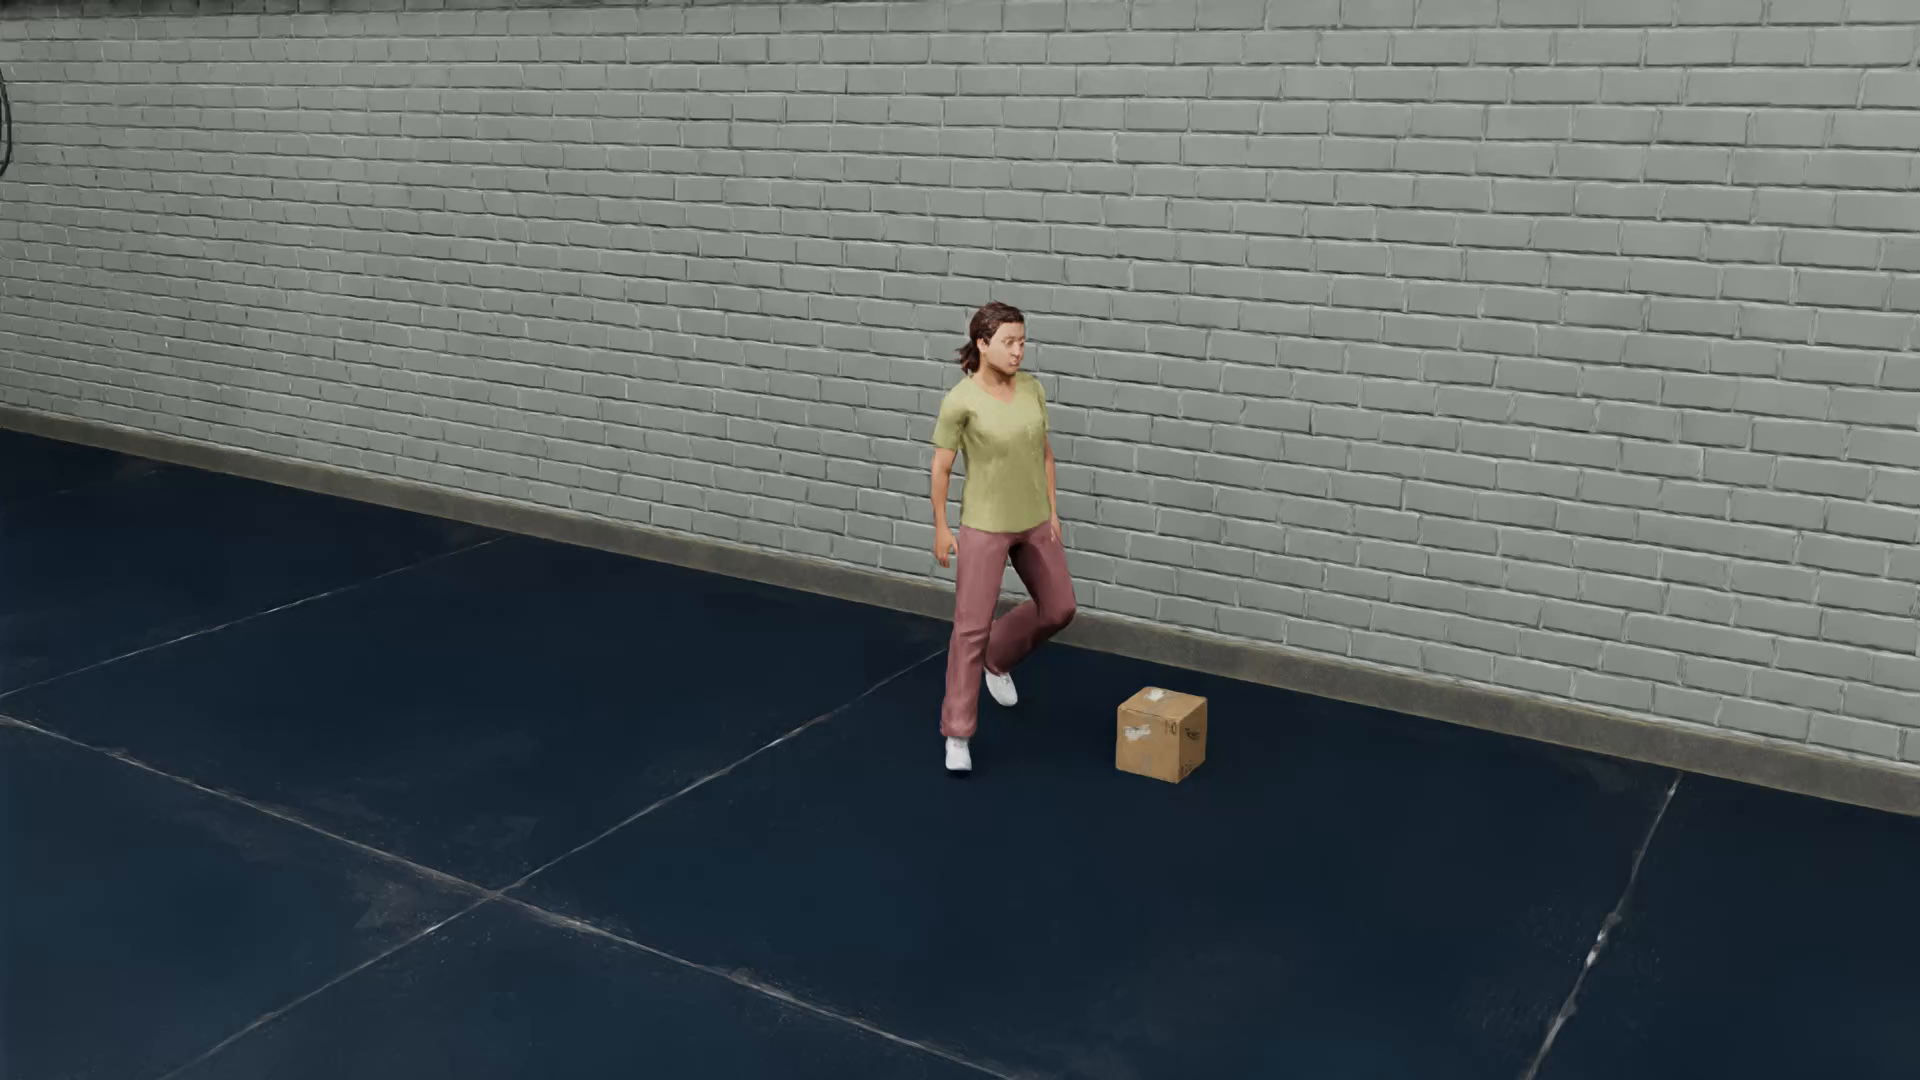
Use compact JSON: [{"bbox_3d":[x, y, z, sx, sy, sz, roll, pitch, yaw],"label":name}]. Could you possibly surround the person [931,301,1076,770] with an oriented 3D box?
[{"bbox_3d":[0.094,-0.052,6.162,0.601,1.665,0.597,-9,19,-29],"label":"person"}]
